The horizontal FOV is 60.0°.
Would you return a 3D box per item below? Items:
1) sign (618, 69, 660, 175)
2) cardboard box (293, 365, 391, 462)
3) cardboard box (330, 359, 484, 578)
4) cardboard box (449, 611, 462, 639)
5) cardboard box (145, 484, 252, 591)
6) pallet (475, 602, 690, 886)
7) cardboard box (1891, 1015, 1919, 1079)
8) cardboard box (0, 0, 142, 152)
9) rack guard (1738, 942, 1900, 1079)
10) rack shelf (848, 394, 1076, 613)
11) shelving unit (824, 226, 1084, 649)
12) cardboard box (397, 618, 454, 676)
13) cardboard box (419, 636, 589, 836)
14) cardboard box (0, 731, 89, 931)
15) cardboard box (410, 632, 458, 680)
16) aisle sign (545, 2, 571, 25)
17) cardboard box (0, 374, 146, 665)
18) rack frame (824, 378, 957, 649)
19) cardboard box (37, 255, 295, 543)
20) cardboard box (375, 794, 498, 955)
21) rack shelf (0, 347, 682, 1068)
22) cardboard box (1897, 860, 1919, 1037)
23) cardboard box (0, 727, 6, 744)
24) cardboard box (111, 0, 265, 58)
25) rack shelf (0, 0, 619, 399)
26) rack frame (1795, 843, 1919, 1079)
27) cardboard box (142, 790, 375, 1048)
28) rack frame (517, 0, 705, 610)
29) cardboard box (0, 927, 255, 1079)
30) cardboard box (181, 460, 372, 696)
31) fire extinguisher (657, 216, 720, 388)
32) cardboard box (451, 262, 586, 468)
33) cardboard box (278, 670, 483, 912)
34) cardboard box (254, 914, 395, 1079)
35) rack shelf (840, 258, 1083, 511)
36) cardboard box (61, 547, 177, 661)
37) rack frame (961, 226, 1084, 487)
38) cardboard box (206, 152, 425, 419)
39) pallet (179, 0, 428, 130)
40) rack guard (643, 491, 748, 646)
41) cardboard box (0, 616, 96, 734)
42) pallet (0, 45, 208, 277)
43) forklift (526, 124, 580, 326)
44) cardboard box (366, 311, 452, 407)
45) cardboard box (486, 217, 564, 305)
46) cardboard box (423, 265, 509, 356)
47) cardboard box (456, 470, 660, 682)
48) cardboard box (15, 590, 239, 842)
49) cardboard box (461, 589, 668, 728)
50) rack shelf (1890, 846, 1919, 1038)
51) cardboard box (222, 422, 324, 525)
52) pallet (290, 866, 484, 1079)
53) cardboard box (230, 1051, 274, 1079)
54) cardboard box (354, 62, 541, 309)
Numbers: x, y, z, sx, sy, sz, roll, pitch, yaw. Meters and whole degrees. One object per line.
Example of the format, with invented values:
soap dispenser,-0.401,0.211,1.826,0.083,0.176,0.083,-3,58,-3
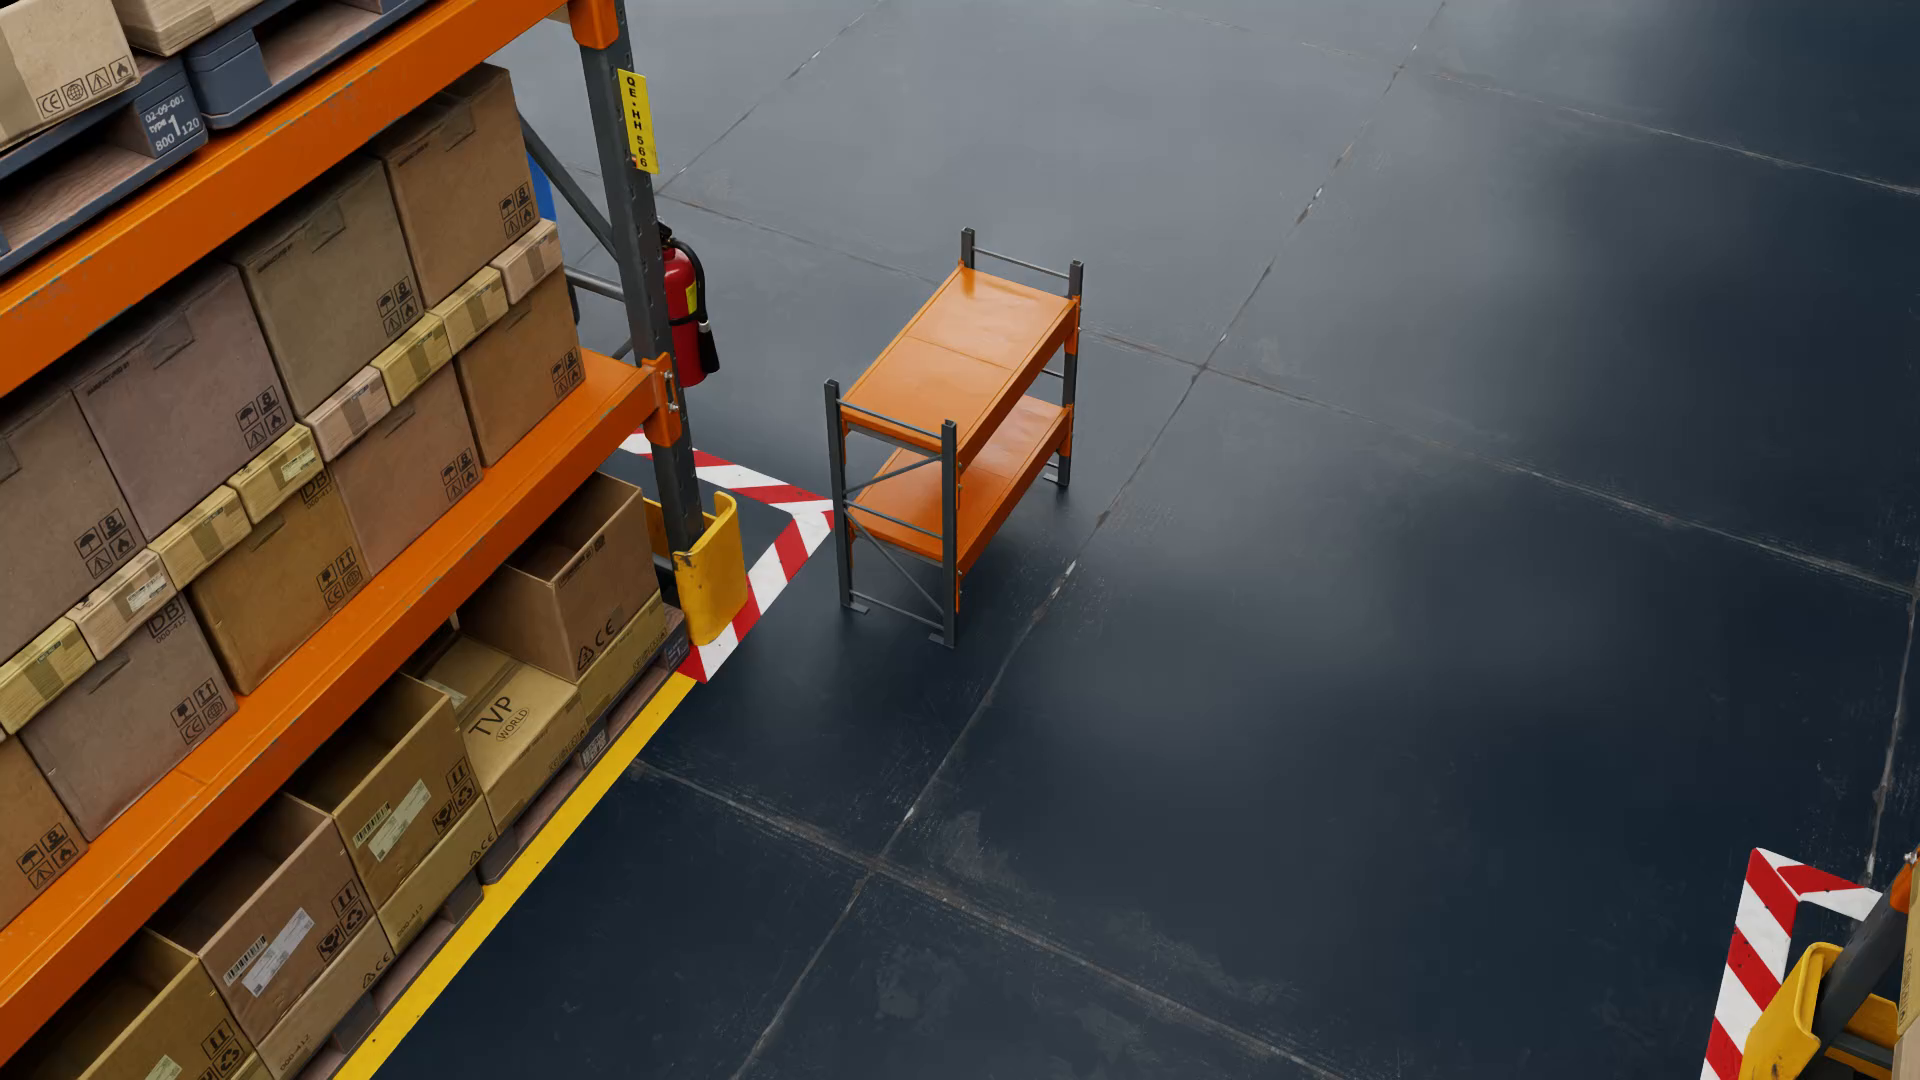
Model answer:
sign,-0.942,-1.221,4.867,0.100,0.325,0.005,20,49,19
cardboard box,-1.783,-0.394,4.504,0.380,0.149,0.250,21,49,20
cardboard box,-1.884,-0.332,4.899,0.700,0.500,0.500,22,49,20
cardboard box,-1.863,0.164,6.117,0.500,0.250,0.500,20,49,19
cardboard box,-2.025,-0.062,4.176,0.380,0.149,0.250,22,49,20
pallet,-1.734,0.557,6.051,1.003,0.211,1.213,20,49,19
cardboard box,2.237,1.294,3.453,0.500,0.250,0.500,19,48,18
cardboard box,-1.976,-0.976,3.166,0.500,0.311,0.500,26,51,23
rack guard,2.938,1.641,4.777,1.175,0.500,0.348,20,49,19
rack shelf,-0.003,-0.219,6.520,0.538,0.278,1.000,20,49,19
shelving unit,-0.003,-0.391,6.346,0.538,1.125,1.048,20,49,19
cardboard box,-2.093,0.216,5.538,0.500,0.500,0.500,20,49,19
cardboard box,-1.625,0.654,5.632,0.500,0.250,0.500,20,49,19
cardboard box,-2.598,0.635,3.943,0.700,0.500,0.500,21,49,20
cardboard box,-2.091,0.481,5.804,0.500,0.250,0.500,20,49,19
aisle sign,-1.126,-1.777,4.570,0.394,0.787,0.004,20,49,19
cardboard box,-2.374,-0.120,3.778,0.700,0.500,0.500,20,49,19
rack frame,-0.239,-0.071,6.029,0.500,1.125,0.032,20,49,19
cardboard box,-2.142,-0.436,4.090,0.700,0.500,0.500,21,49,19
cardboard box,-1.856,0.970,5.320,0.500,0.250,0.500,20,49,19
rack shelf,-2.345,0.594,4.560,1.077,0.370,4.000,20,49,19
cardboard box,2.465,0.963,3.781,0.500,0.250,0.500,19,48,18
cardboard box,-2.382,0.419,3.700,0.380,0.149,0.250,19,48,18
cardboard box,-1.718,-1.305,3.534,0.500,0.250,0.500,20,49,19
rack shelf,-2.345,-0.461,3.493,1.077,0.370,4.000,20,49,19
rack frame,2.973,0.714,3.935,1.000,3.000,0.127,20,49,19
cardboard box,-2.086,1.022,4.742,0.500,0.500,0.500,20,49,19
rack frame,-1.417,-0.919,5.549,1.000,3.000,0.127,20,49,19
cardboard box,-2.317,1.337,4.430,0.500,0.500,0.500,20,49,19
cardboard box,-2.120,-0.021,4.591,0.700,0.500,0.500,21,49,19
fire extinguisher,-0.950,-0.813,5.499,0.296,0.674,0.183,20,49,19
cardboard box,-1.645,-0.664,5.227,0.700,0.500,0.500,20,49,19
cardboard box,-1.853,0.707,5.053,0.500,0.500,0.500,20,49,19
cardboard box,-2.089,1.284,5.010,0.500,0.250,0.500,20,49,19
rack shelf,-0.003,-0.597,6.138,0.538,0.278,1.000,20,49,19
cardboard box,-2.143,0.099,4.016,0.380,0.149,0.250,20,49,19
rack frame,0.233,-0.711,6.662,0.500,1.125,0.032,20,49,19
cardboard box,-1.908,-0.754,4.404,0.700,0.500,0.500,19,48,18
pallet,-1.768,-1.505,4.082,1.003,0.211,1.213,20,49,19
rack guard,-1.405,-0.055,6.453,1.175,0.500,0.348,20,49,19
cardboard box,-2.261,0.255,3.862,0.380,0.149,0.250,20,49,19
pallet,-2.333,-0.734,3.320,1.003,0.211,1.213,20,49,19
forklift,-3.320,-1.921,6.588,3.031,2.935,1.130,9,46,9
cardboard box,-1.664,-0.552,4.660,0.380,0.149,0.250,20,49,18
cardboard box,-1.425,-0.879,4.983,0.380,0.149,0.250,20,49,18
cardboard box,-1.545,-0.713,4.820,0.380,0.149,0.250,22,49,20
cardboard box,-1.402,0.072,5.680,0.500,0.500,0.500,20,49,19
cardboard box,-2.361,0.312,4.262,0.700,0.500,0.500,22,49,20
cardboard box,-1.404,0.335,5.948,0.500,0.250,0.500,20,49,19
rack shelf,2.044,2.227,2.946,1.077,0.370,4.000,20,49,19
cardboard box,-1.904,-0.229,4.341,0.380,0.149,0.250,22,49,20
pallet,-2.302,1.322,5.294,1.003,0.211,1.213,20,49,19
cardboard box,-2.316,1.601,4.696,0.500,0.250,0.500,20,49,19
cardboard box,-1.669,-1.087,4.733,0.700,0.500,0.500,21,49,19
